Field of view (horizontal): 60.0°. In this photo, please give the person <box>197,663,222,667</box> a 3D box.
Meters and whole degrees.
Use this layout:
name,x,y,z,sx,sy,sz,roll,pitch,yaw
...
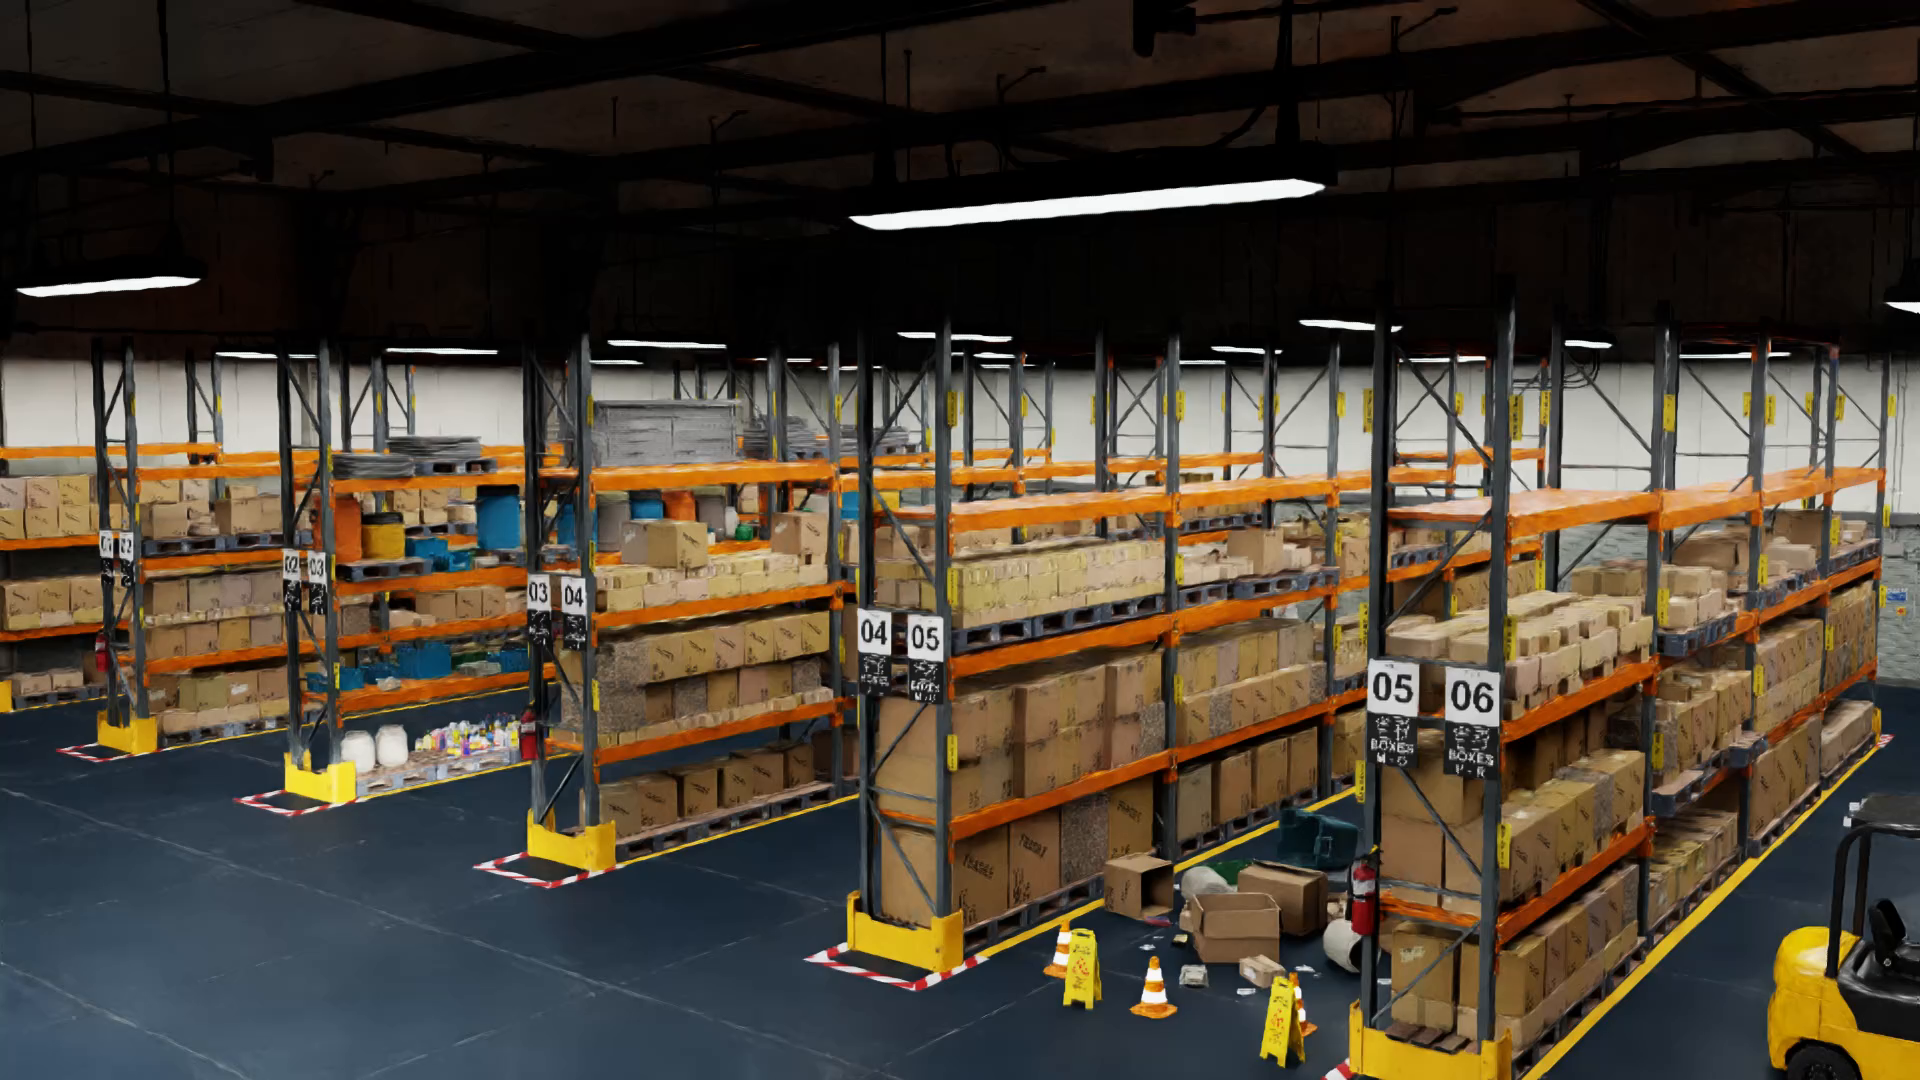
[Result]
name,x,y,z,sx,sy,sz,roll,pitch,yaw
person,-12.215,2.000,27.036,0.488,1.590,1.089,4,6,35

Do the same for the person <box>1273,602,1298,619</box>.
name,x,y,z,sx,sy,sz,roll,pitch,yaw
person,6.611,1.341,33.932,1.099,1.716,0.573,-5,7,-43
